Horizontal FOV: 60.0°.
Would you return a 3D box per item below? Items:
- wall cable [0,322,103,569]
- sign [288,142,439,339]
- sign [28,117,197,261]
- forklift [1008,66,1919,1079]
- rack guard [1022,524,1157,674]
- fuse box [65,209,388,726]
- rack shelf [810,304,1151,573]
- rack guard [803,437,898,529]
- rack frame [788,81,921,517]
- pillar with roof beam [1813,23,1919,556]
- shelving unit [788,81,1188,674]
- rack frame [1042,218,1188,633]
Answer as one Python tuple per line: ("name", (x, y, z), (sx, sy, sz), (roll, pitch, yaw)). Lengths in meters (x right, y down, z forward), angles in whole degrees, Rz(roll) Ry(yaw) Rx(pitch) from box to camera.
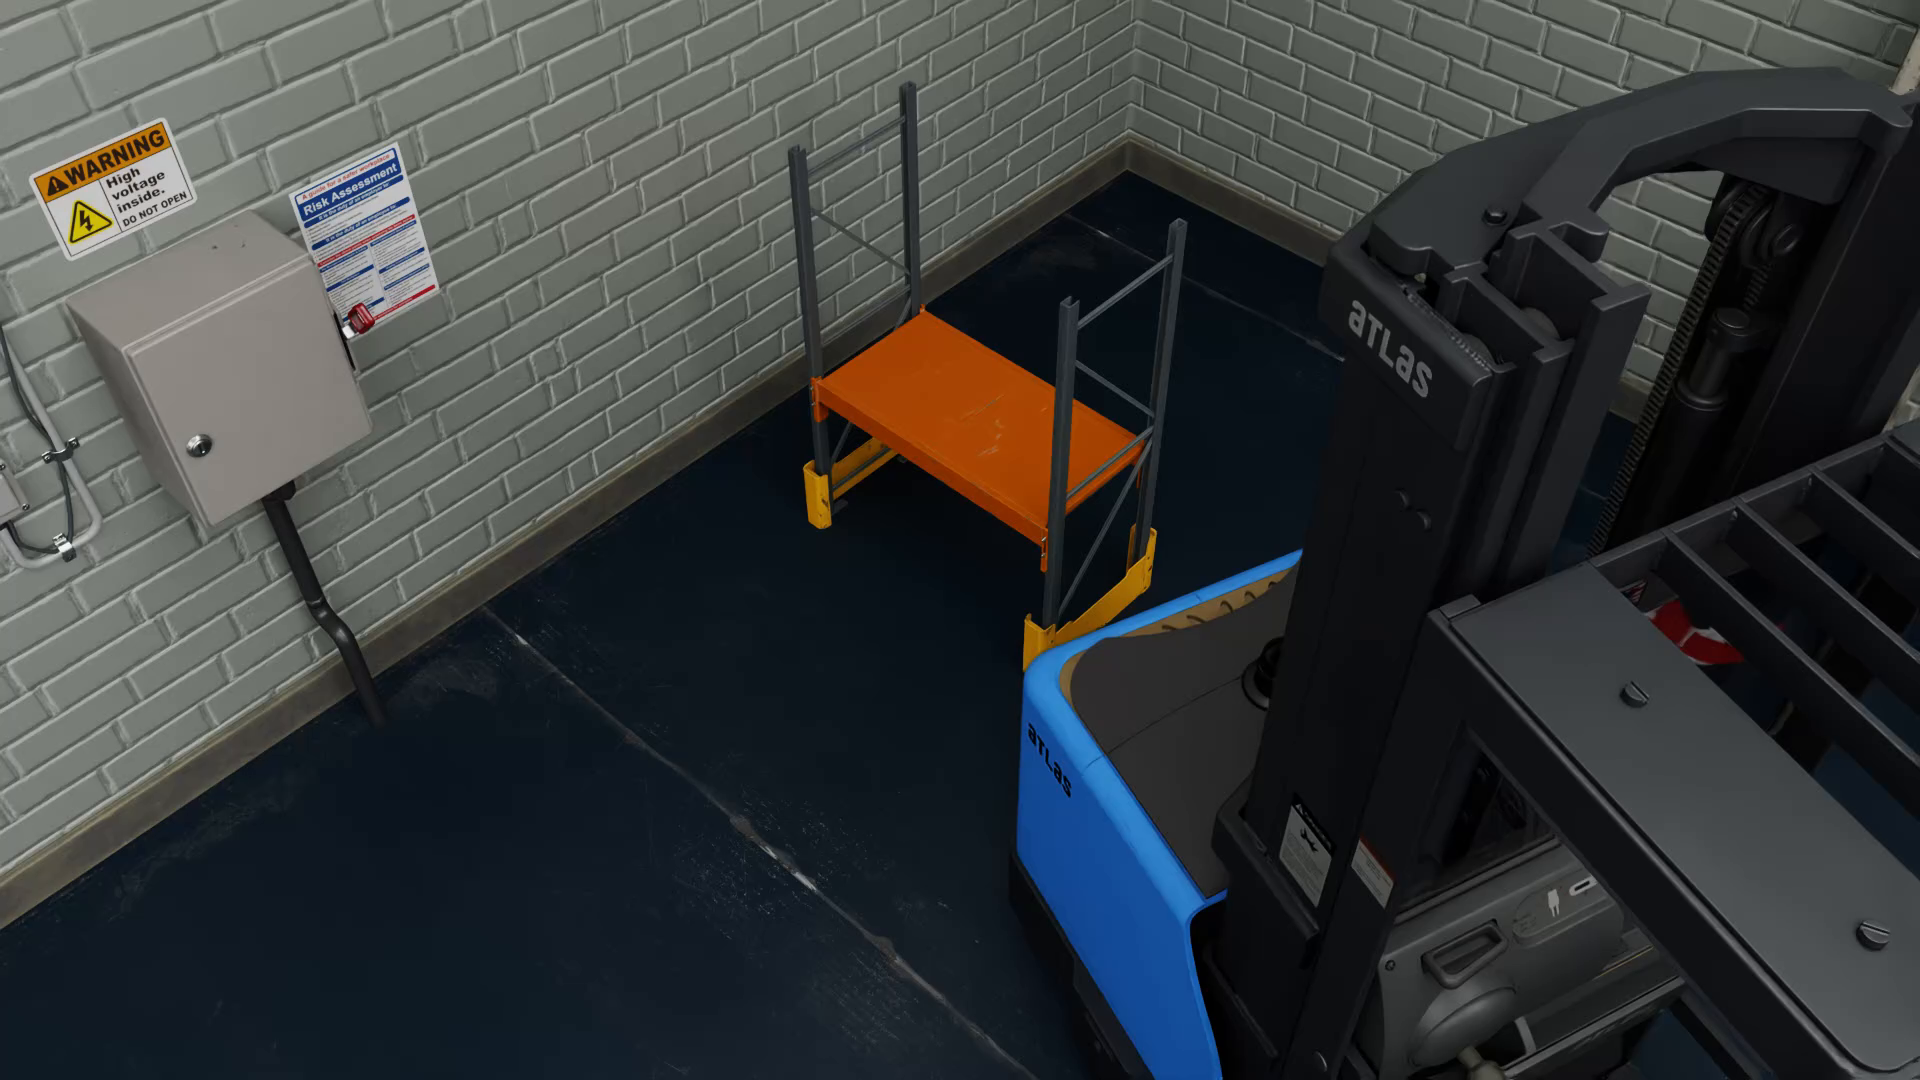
("wall cable", (-2.366, -0.527, 3.490), (0.122, 1.984, 0.588), (34, 55, 28))
("sign", (-1.605, -0.801, 4.510), (0.001, 0.494, 0.329), (34, 55, 28))
("sign", (-1.978, -0.822, 3.898), (0.001, 0.242, 0.339), (34, 55, 28))
("forklift", (1.251, 0.822, 2.968), (1.130, 2.935, 3.031), (-20, 50, -18))
("rack guard", (0.422, 0.198, 5.392), (0.087, 0.250, 0.587), (34, 55, 28))
("fuse box", (-1.788, -0.026, 4.600), (0.414, 1.711, 0.539), (34, 55, 28))
("rack shelf", (0.063, -0.348, 5.295), (1.000, 0.185, 0.538), (34, 55, 28))
("rack guard", (-0.310, -0.294, 5.855), (0.087, 0.250, 0.587), (34, 55, 28))
("rack frame", (-0.311, -0.723, 5.400), (0.032, 1.500, 0.500), (34, 55, 28))
("pillar with roof beam", (-0.086, -0.862, 0.387), (0.400, 9.000, 9.100), (34, 55, 28))
("shelving unit", (0.056, -0.476, 5.168), (1.083, 1.500, 0.587), (34, 55, 28))
("rack frame", (0.436, -0.220, 4.928), (0.032, 1.500, 0.500), (34, 55, 28))
